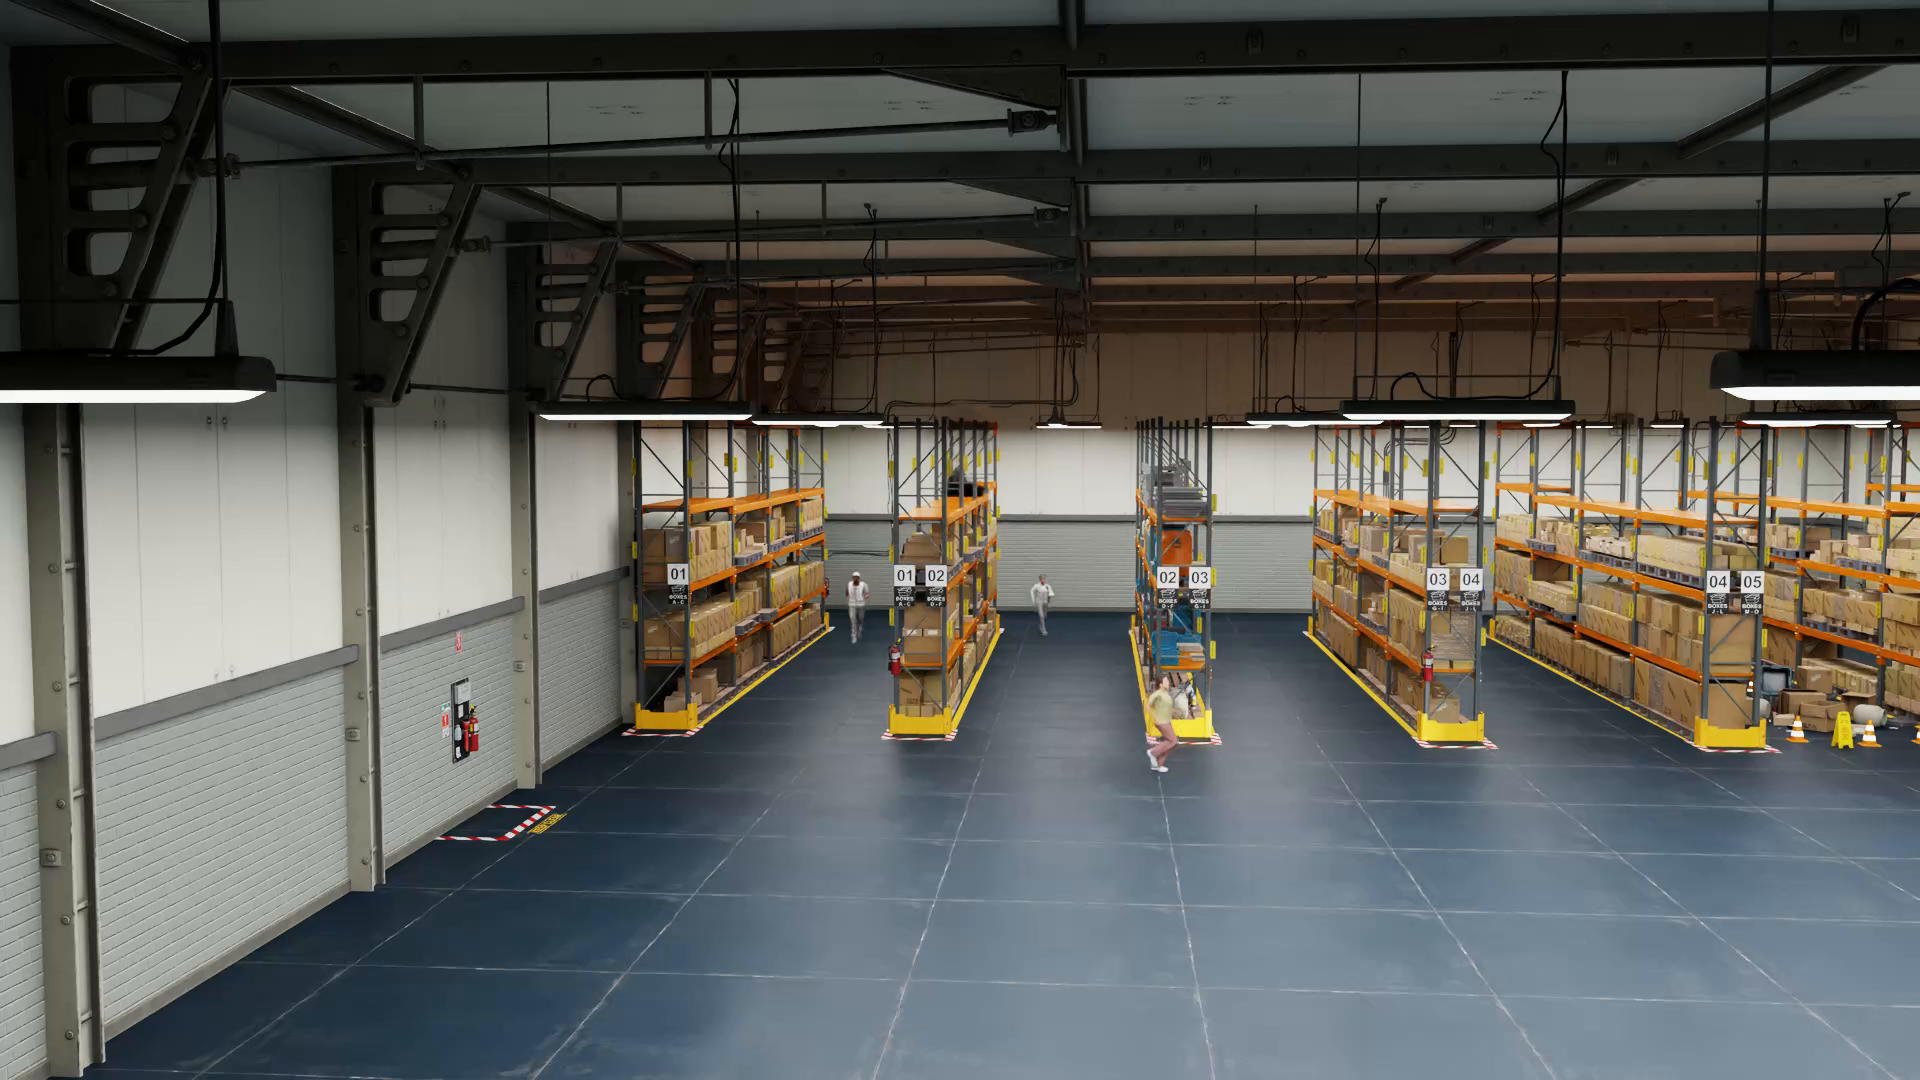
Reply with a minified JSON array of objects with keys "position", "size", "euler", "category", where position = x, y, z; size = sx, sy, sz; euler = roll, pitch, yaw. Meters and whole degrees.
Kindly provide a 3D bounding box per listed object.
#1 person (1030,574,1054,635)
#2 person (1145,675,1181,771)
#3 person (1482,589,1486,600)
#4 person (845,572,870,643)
[{"position":[2.324,1.795,46.852],"size":[0.609,1.678,0.942],"euler":[-1,4,-12],"category":"person"},{"position":[3.445,3.081,27.959],"size":[0.535,1.631,0.572],"euler":[2,4,29],"category":"person"},{"position":[14.653,1.835,47.432],"size":[0.756,1.581,0.738],"euler":[-1,4,-17],"category":"person"},{"position":[-2.672,1.732,43.369],"size":[0.649,1.802,1.144],"euler":[0,4,-2],"category":"person"}]
